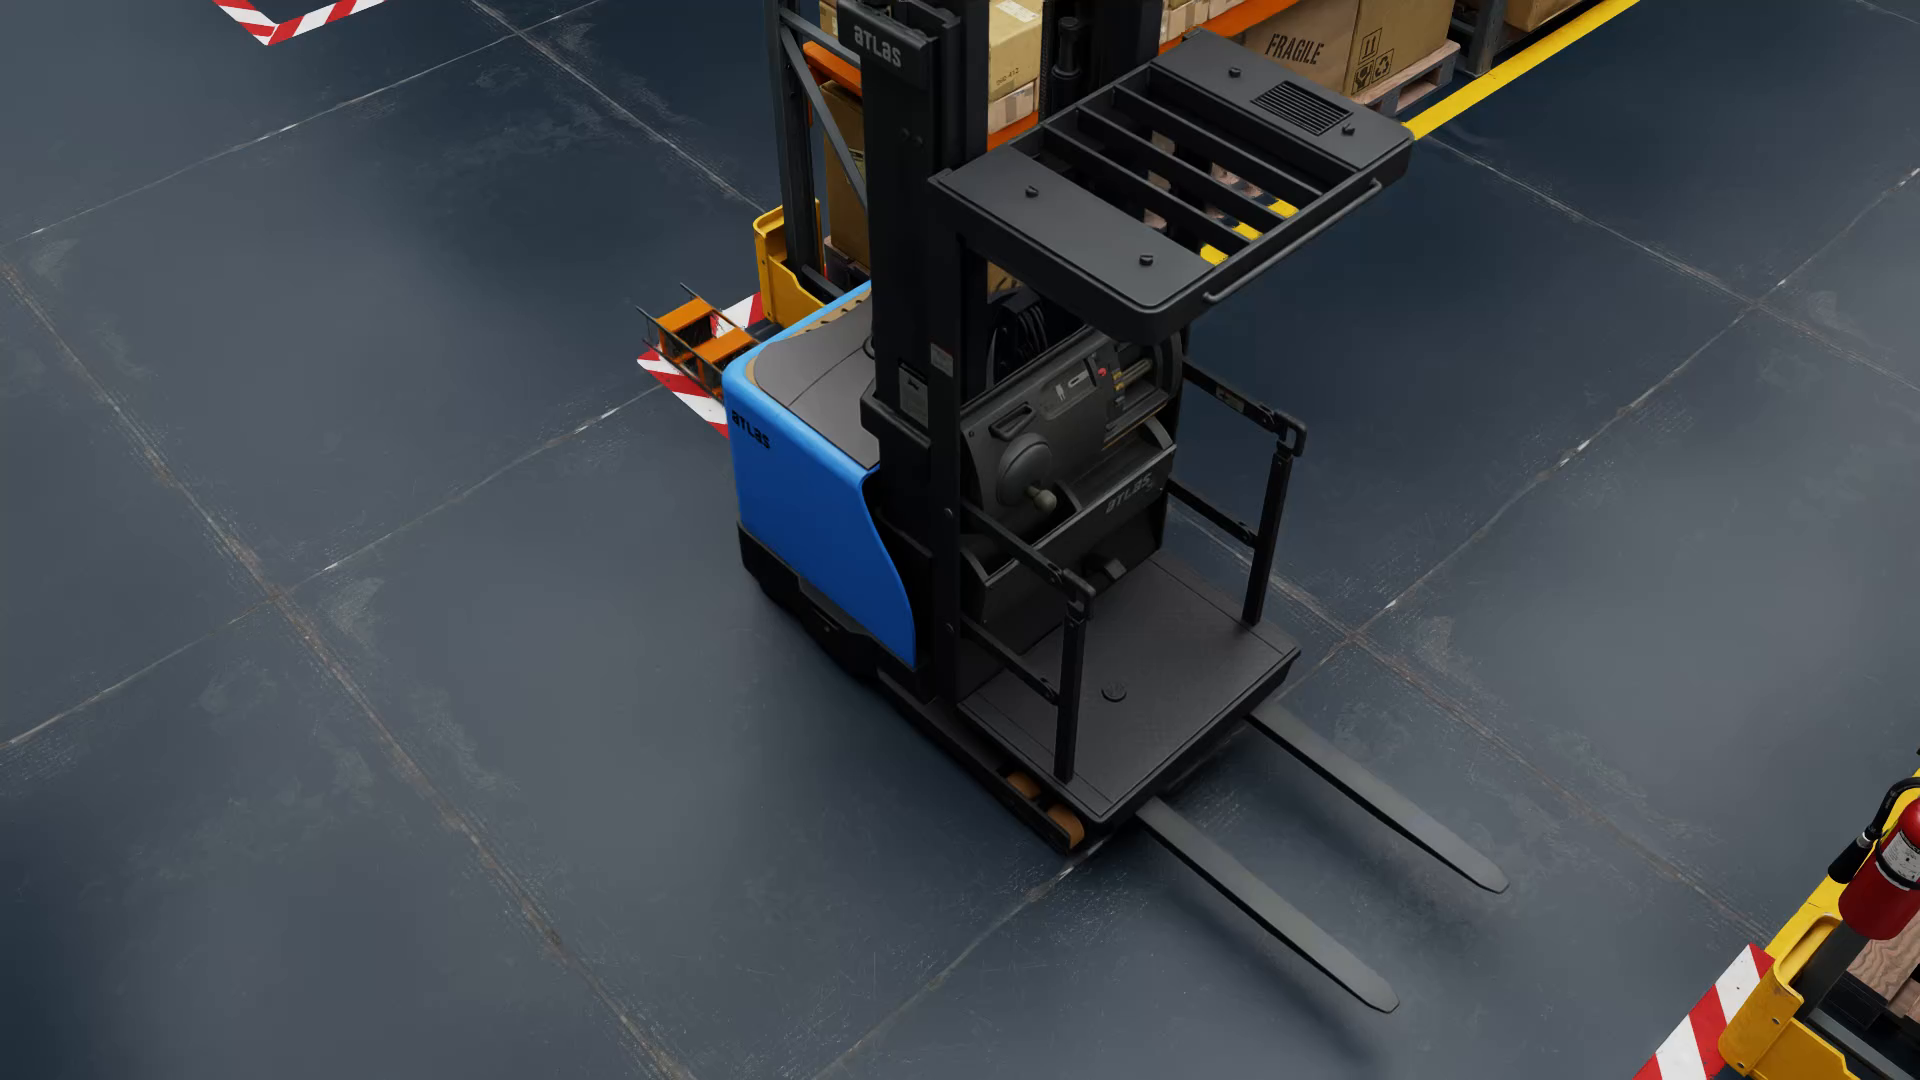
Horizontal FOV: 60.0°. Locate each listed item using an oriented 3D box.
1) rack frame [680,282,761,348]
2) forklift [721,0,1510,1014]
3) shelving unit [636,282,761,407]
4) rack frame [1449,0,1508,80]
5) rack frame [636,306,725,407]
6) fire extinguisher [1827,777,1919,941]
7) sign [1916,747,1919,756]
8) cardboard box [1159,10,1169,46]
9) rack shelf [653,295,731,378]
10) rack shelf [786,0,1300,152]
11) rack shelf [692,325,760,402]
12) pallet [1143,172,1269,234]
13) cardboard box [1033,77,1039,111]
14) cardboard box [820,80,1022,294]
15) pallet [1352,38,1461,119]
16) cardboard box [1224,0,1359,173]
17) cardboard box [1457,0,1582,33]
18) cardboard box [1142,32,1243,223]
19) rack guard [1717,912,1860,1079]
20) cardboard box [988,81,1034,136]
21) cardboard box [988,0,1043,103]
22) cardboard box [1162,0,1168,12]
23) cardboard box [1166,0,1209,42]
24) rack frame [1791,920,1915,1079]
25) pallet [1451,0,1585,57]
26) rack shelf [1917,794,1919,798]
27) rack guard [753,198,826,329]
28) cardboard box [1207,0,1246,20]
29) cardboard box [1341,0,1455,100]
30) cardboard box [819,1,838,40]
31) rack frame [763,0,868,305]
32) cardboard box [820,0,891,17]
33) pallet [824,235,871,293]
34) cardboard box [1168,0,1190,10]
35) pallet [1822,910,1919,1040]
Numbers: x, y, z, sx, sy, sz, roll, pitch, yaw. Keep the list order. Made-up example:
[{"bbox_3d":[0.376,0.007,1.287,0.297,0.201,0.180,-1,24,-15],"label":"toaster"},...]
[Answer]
[{"bbox_3d":[-0.916,-0.825,7.398,0.008,0.200,1.050,-35,56,-28],"label":"rack frame"},{"bbox_3d":[0.516,-0.346,5.128,1.130,2.935,3.031,-35,56,-28],"label":"forklift"},{"bbox_3d":[-1.005,-0.764,7.341,0.252,0.215,1.050,-35,56,-28],"label":"shelving unit"},{"bbox_3d":[2.547,-3.850,8.314,0.127,3.000,1.000,-34,56,-27],"label":"rack frame"},{"bbox_3d":[-1.093,-0.702,7.284,0.008,0.200,1.050,-35,56,-28],"label":"rack frame"},{"bbox_3d":[2.503,0.802,4.329,0.183,0.674,0.296,-34,56,-27],"label":"fire extinguisher"},{"bbox_3d":[2.538,0.475,4.213,0.005,0.325,0.100,-34,56,-27],"label":"sign"},{"bbox_3d":[0.643,-2.167,6.932,0.250,0.149,0.380,-35,56,-28],"label":"cardboard box"},{"bbox_3d":[-1.192,-0.910,7.476,0.240,0.215,0.259,-35,56,-28],"label":"rack shelf"},{"bbox_3d":[1.068,-2.617,7.666,4.000,0.370,1.077,-34,56,-27],"label":"rack shelf"},{"bbox_3d":[-0.997,-0.758,7.336,0.240,0.215,0.259,-35,56,-28],"label":"rack shelf"},{"bbox_3d":[1.029,-1.964,8.472,1.213,0.211,1.003,-34,56,-27],"label":"pallet"},{"bbox_3d":[0.261,-1.910,6.696,0.250,0.149,0.380,-35,56,-28],"label":"cardboard box"},{"bbox_3d":[0.008,-1.654,7.448,0.875,0.875,0.875,-34,56,-27],"label":"cardboard box"},{"bbox_3d":[1.932,-2.570,9.031,1.213,0.211,1.003,-34,56,-27],"label":"pallet"},{"bbox_3d":[1.339,-2.544,8.269,0.875,0.875,0.875,-34,56,-27],"label":"cardboard box"},{"bbox_3d":[3.008,-3.599,9.243,0.875,0.875,1.225,-34,56,-27],"label":"cardboard box"},{"bbox_3d":[0.681,-2.104,7.863,0.875,0.875,0.875,-34,56,-27],"label":"cardboard box"},{"bbox_3d":[2.911,1.688,4.906,0.348,0.500,1.175,-34,56,-27],"label":"rack guard"},{"bbox_3d":[0.073,-1.783,6.578,0.250,0.149,0.380,-33,55,-27],"label":"cardboard box"},{"bbox_3d":[0.125,-2.012,6.519,0.500,0.250,0.500,-35,56,-28],"label":"cardboard box"},{"bbox_3d":[0.505,-2.273,6.759,0.500,0.250,0.500,-34,56,-28],"label":"cardboard box"},{"bbox_3d":[0.832,-2.292,7.048,0.250,0.149,0.380,-35,56,-28],"label":"cardboard box"},{"bbox_3d":[2.920,0.821,4.004,0.127,3.000,1.000,-34,56,-27],"label":"rack frame"},{"bbox_3d":[3.068,-3.326,9.729,1.213,0.211,1.003,-34,56,-27],"label":"pallet"},{"bbox_3d":[4.400,0.077,5.181,4.000,0.370,1.077,-34,56,-27],"label":"rack shelf"},{"bbox_3d":[-0.430,-1.012,7.397,0.348,0.500,1.175,-34,56,-27],"label":"rack guard"},{"bbox_3d":[1.022,-2.420,7.166,0.250,0.149,0.380,-34,56,-27],"label":"cardboard box"},{"bbox_3d":[2.005,-2.989,8.680,0.875,0.875,0.875,-34,56,-27],"label":"cardboard box"},{"bbox_3d":[-0.370,-2.142,6.909,0.250,0.149,0.380,-33,55,-27],"label":"cardboard box"},{"bbox_3d":[-0.412,-1.872,6.489,0.127,3.000,1.000,-34,56,-27],"label":"rack frame"},{"bbox_3d":[-0.232,-2.306,6.789,0.500,0.250,0.500,-35,56,-28],"label":"cardboard box"},{"bbox_3d":[0.127,-1.364,7.918,1.213,0.211,1.003,-34,56,-27],"label":"pallet"},{"bbox_3d":[0.879,-2.519,6.987,0.500,0.250,0.500,-36,57,-28],"label":"cardboard box"},{"bbox_3d":[3.556,1.380,5.386,1.213,0.211,1.003,-34,56,-27],"label":"pallet"}]
